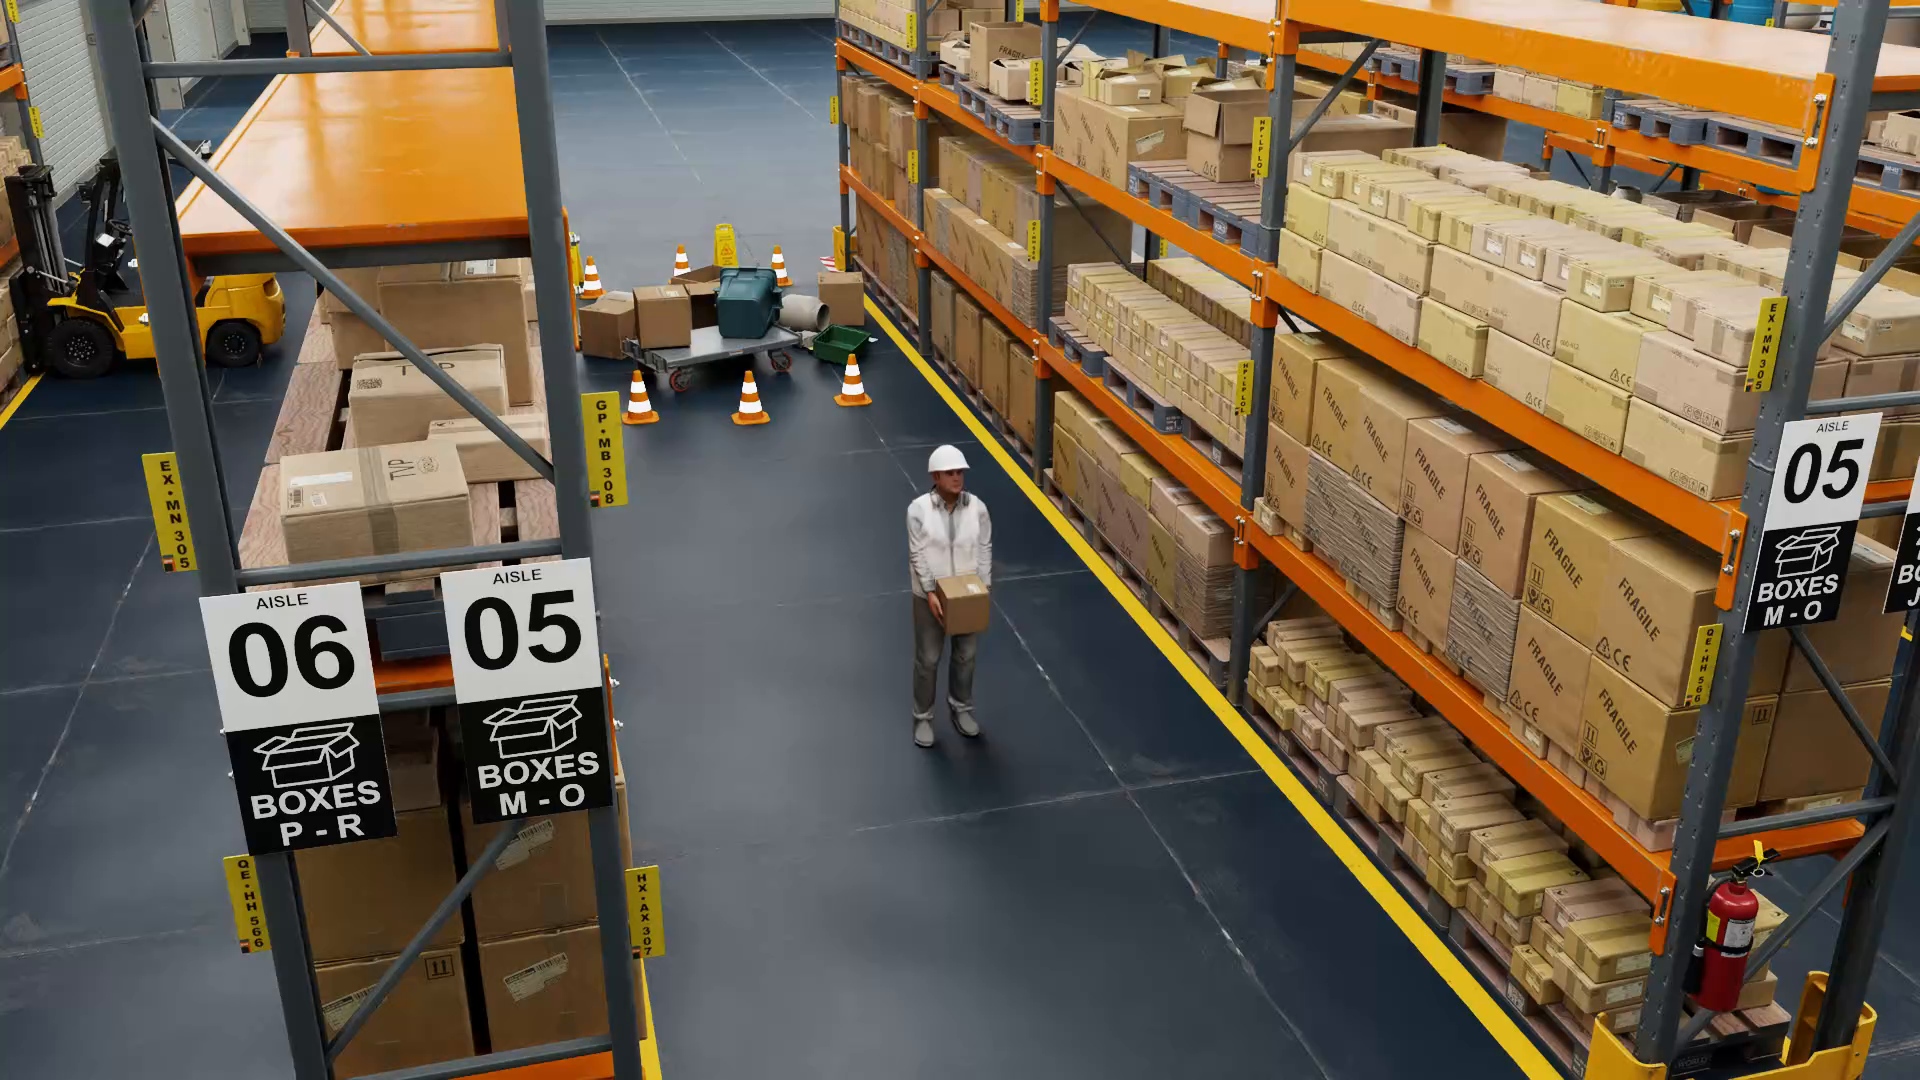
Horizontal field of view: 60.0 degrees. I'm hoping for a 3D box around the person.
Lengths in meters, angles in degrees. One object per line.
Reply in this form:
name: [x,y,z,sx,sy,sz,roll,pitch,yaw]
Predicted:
person: [-0.053,0.335,9.830,0.527,1.773,0.533,-6,24,-14]
